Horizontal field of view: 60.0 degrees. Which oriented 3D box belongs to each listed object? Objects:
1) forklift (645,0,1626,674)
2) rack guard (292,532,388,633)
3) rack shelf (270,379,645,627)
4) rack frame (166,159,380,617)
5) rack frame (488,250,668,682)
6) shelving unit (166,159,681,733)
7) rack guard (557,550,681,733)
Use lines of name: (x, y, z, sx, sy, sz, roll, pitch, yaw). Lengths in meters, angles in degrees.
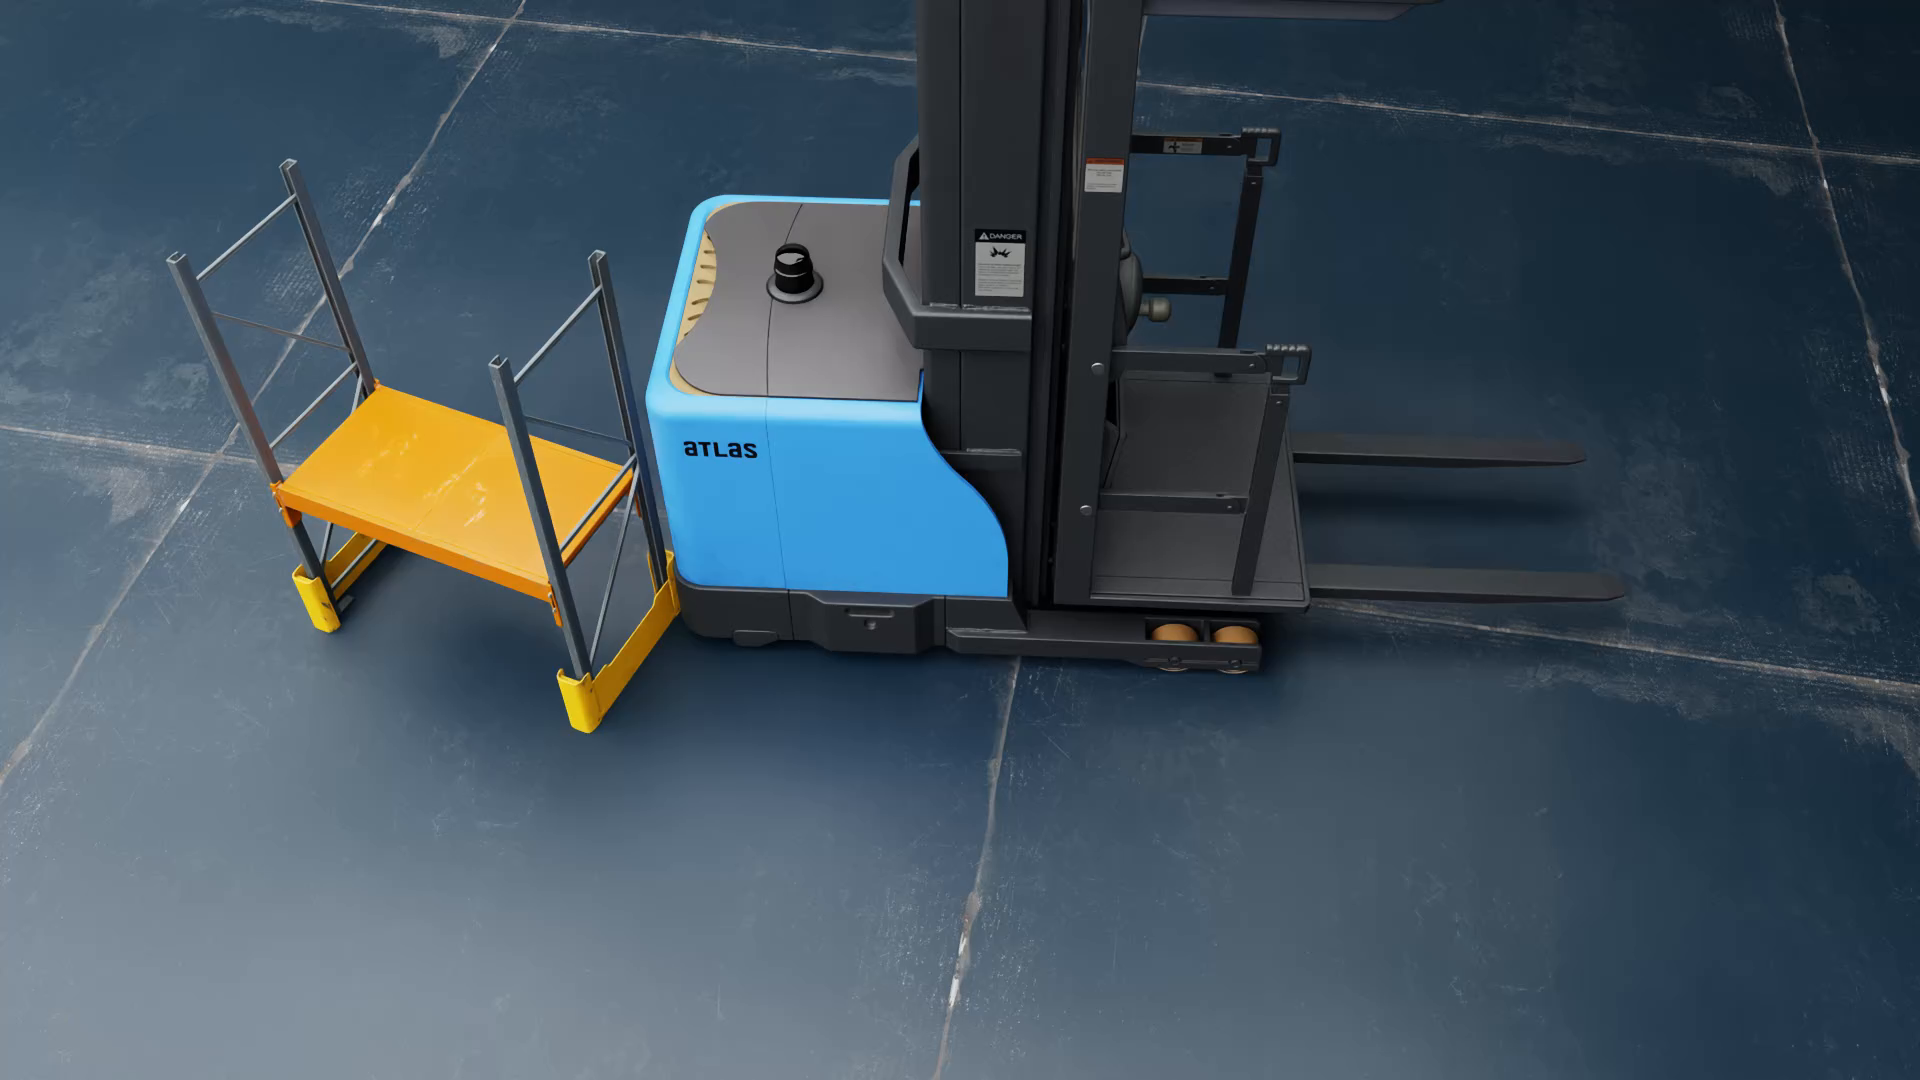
forklift: (0.625, -0.957, 4.640, 3.031, 2.935, 1.130, 2, 48, 2)
rack guard: (-1.985, 0.015, 5.569, 0.087, 0.250, 0.587, 18, 51, 16)
rack shelf: (-1.521, -0.130, 5.101, 1.000, 0.185, 0.538, 18, 51, 16)
rack frame: (-1.986, -0.403, 5.104, 0.032, 1.500, 0.500, 18, 51, 16)
rack frame: (-1.056, -0.098, 4.830, 0.032, 1.500, 0.500, 18, 51, 16)
shelving unit: (-1.529, -0.253, 4.969, 1.083, 1.500, 0.587, 18, 51, 16)
rack guard: (-1.074, 0.314, 5.300, 0.087, 0.250, 0.587, 18, 51, 16)
